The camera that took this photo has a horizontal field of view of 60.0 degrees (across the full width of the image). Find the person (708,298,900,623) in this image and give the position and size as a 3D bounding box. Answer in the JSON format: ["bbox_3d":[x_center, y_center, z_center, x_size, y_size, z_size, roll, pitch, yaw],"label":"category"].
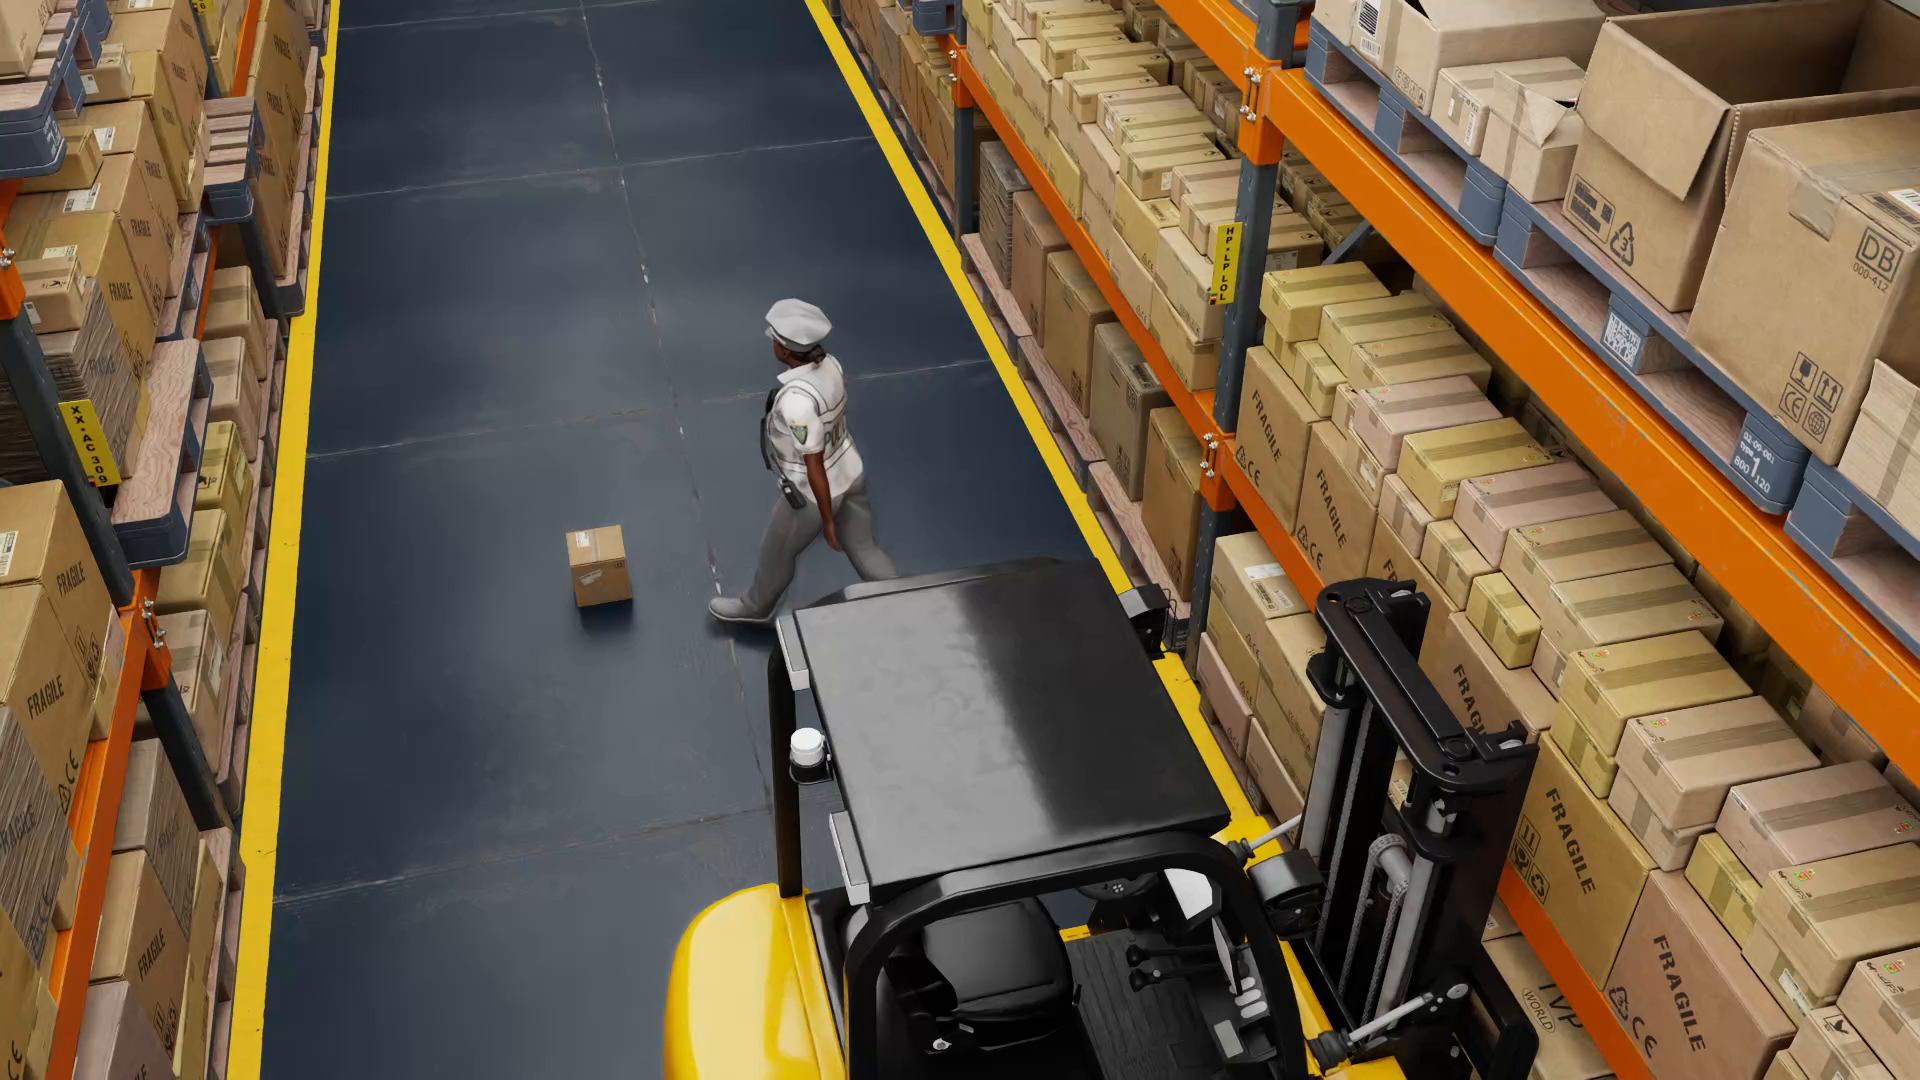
[{"bbox_3d":[-0.636,-0.264,7.016,0.965,1.626,0.476,16,41,20],"label":"person"}]
